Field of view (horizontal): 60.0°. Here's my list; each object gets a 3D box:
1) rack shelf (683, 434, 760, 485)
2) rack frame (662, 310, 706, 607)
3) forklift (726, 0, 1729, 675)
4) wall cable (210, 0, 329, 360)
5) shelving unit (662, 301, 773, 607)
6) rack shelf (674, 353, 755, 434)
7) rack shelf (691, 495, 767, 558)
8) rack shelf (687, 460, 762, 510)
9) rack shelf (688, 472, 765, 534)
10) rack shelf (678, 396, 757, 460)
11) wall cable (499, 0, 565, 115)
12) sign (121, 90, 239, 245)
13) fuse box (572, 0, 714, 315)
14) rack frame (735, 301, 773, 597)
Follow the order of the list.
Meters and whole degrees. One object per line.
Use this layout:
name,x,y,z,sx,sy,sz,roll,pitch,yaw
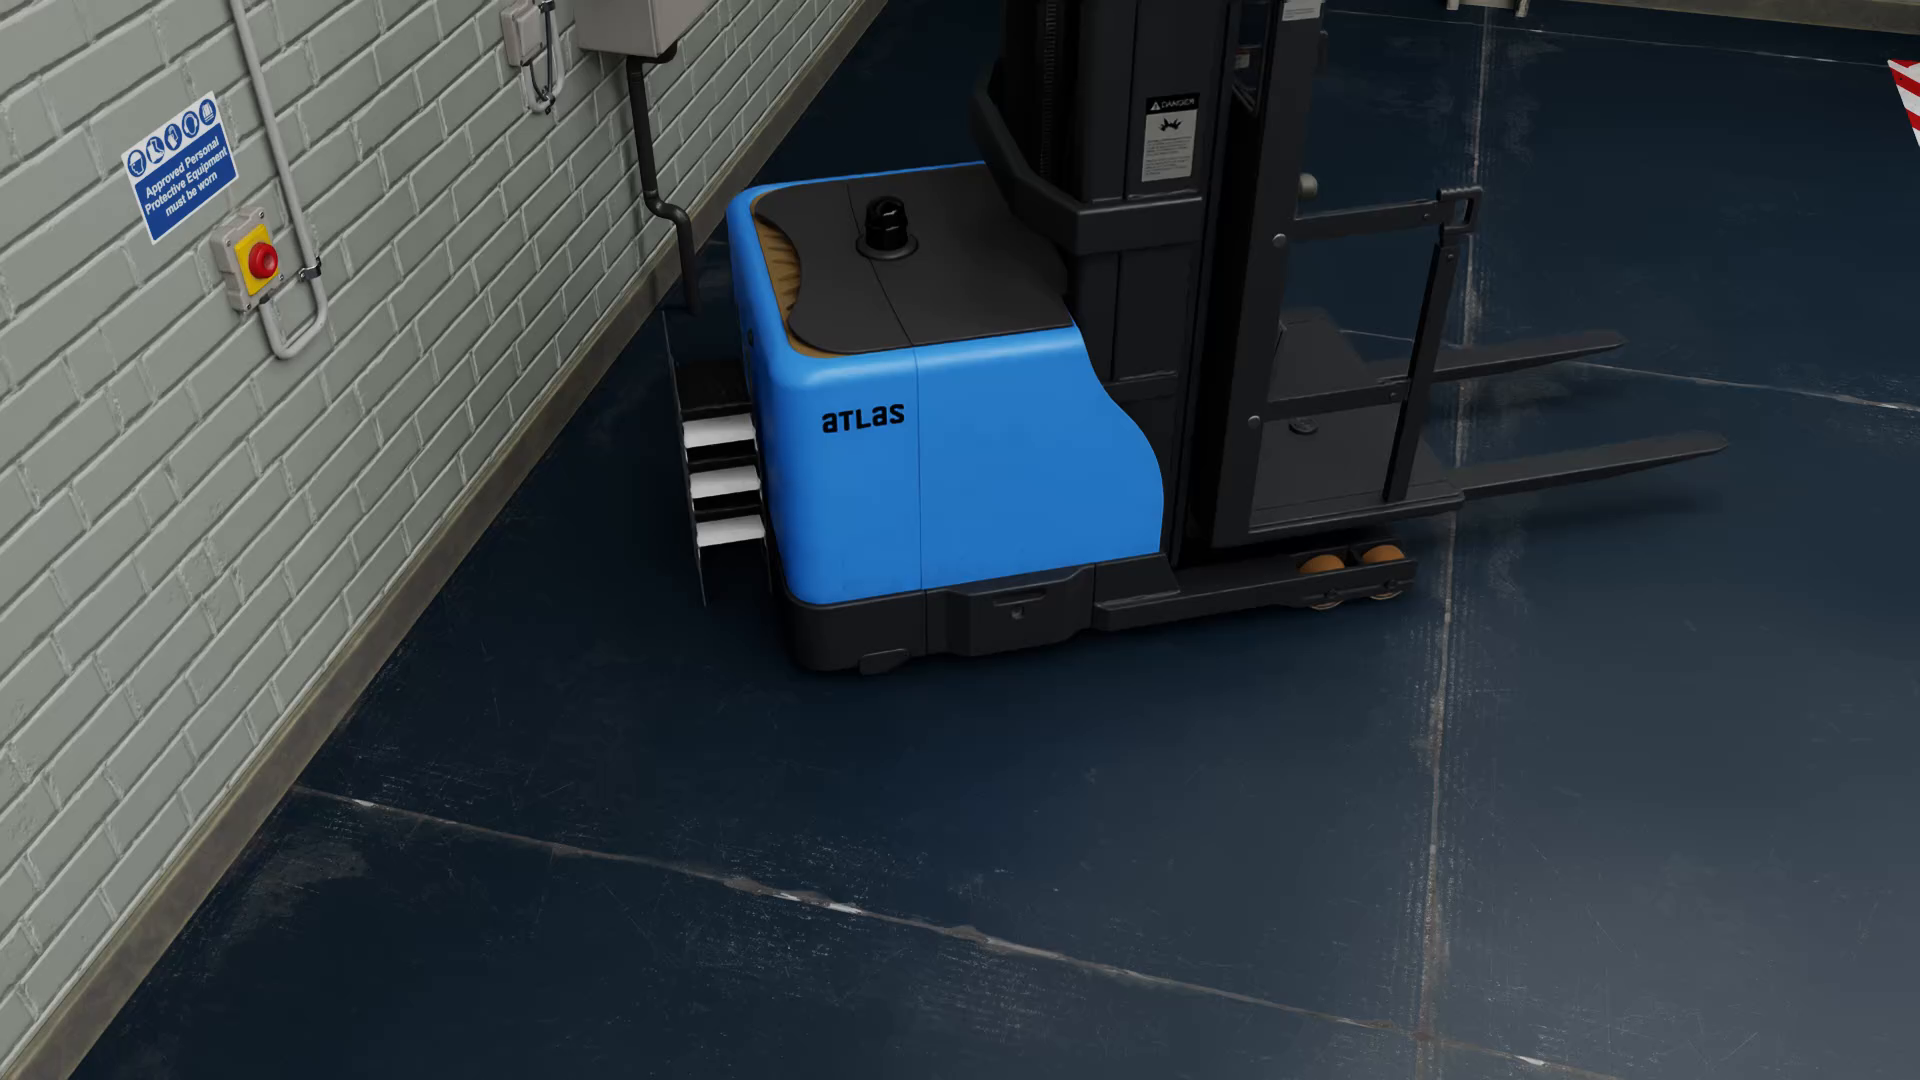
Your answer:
rack shelf,-0.696,-0.276,4.790,0.200,0.077,0.258,-9,41,-10
rack frame,-0.795,-0.217,4.809,0.006,0.900,0.240,-9,41,-10
forklift,0.889,-1.236,4.443,3.031,2.935,1.130,-9,41,-10
wall cable,-1.655,-1.147,3.469,0.123,1.953,0.585,10,41,11
shelving unit,-0.696,-0.232,4.827,0.210,0.900,0.258,-9,41,-10
rack shelf,-0.696,-0.413,4.675,0.200,0.077,0.258,-9,41,-10
rack shelf,-0.696,-0.069,4.964,0.200,0.077,0.258,-9,41,-10
rack shelf,-0.696,-0.207,4.848,0.200,0.077,0.258,-9,41,-10
rack shelf,-0.696,-0.138,4.906,0.200,0.077,0.258,-9,41,-10
rack shelf,-0.696,-0.345,4.732,0.200,0.077,0.258,-9,41,-10
wall cable,-1.300,-2.018,4.530,0.122,1.984,0.588,10,41,11
sign,-1.727,-0.829,3.695,0.001,0.218,0.327,10,41,11
fuse box,-0.971,-1.533,5.745,0.414,1.711,0.539,10,41,11
rack frame,-0.597,-0.247,4.845,0.006,0.900,0.240,-9,41,-10
